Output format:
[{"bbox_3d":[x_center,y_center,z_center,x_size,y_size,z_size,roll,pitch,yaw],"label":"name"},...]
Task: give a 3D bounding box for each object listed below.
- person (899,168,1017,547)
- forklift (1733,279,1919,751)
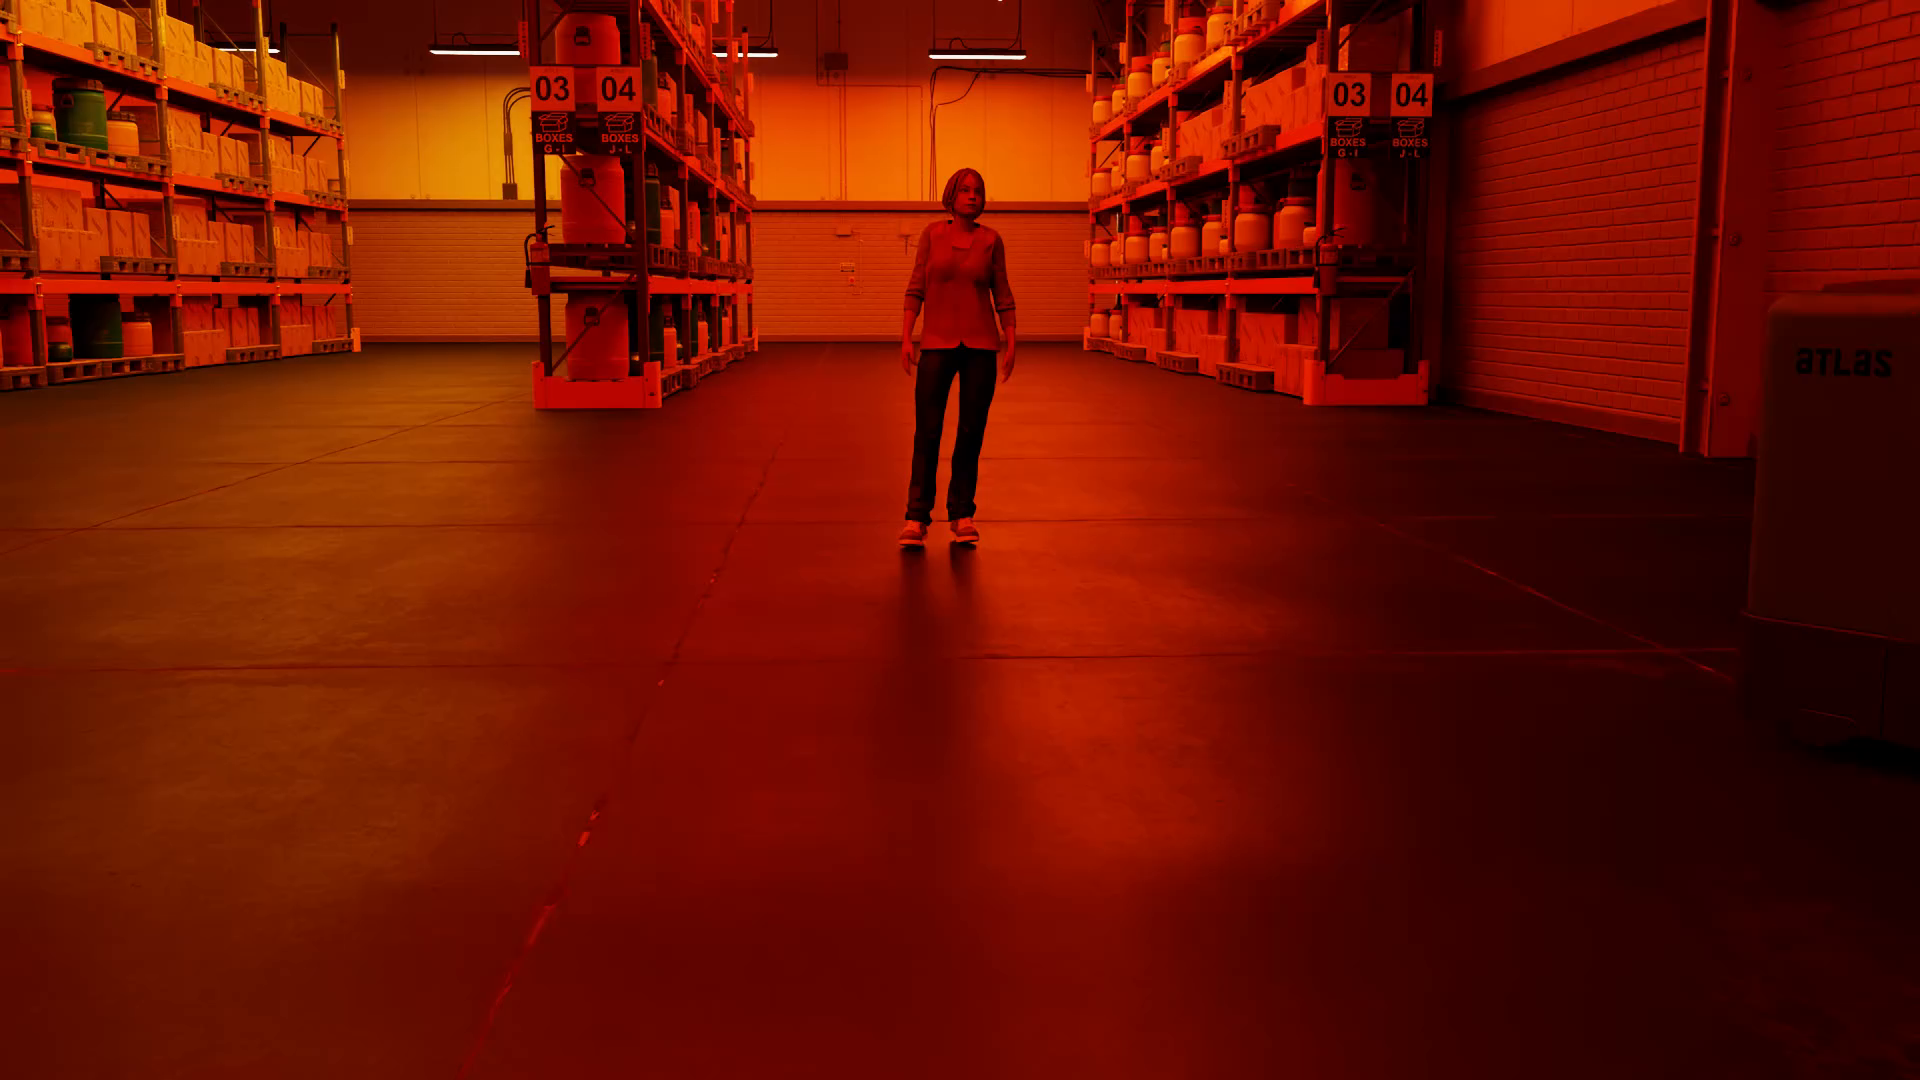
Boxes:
[{"bbox_3d":[-0.010,-0.779,7.118,0.520,1.585,0.473,-1,8,-4],"label":"person"},{"bbox_3d":[3.196,-0.841,2.996,1.130,2.935,3.031,-7,11,-38],"label":"forklift"}]
